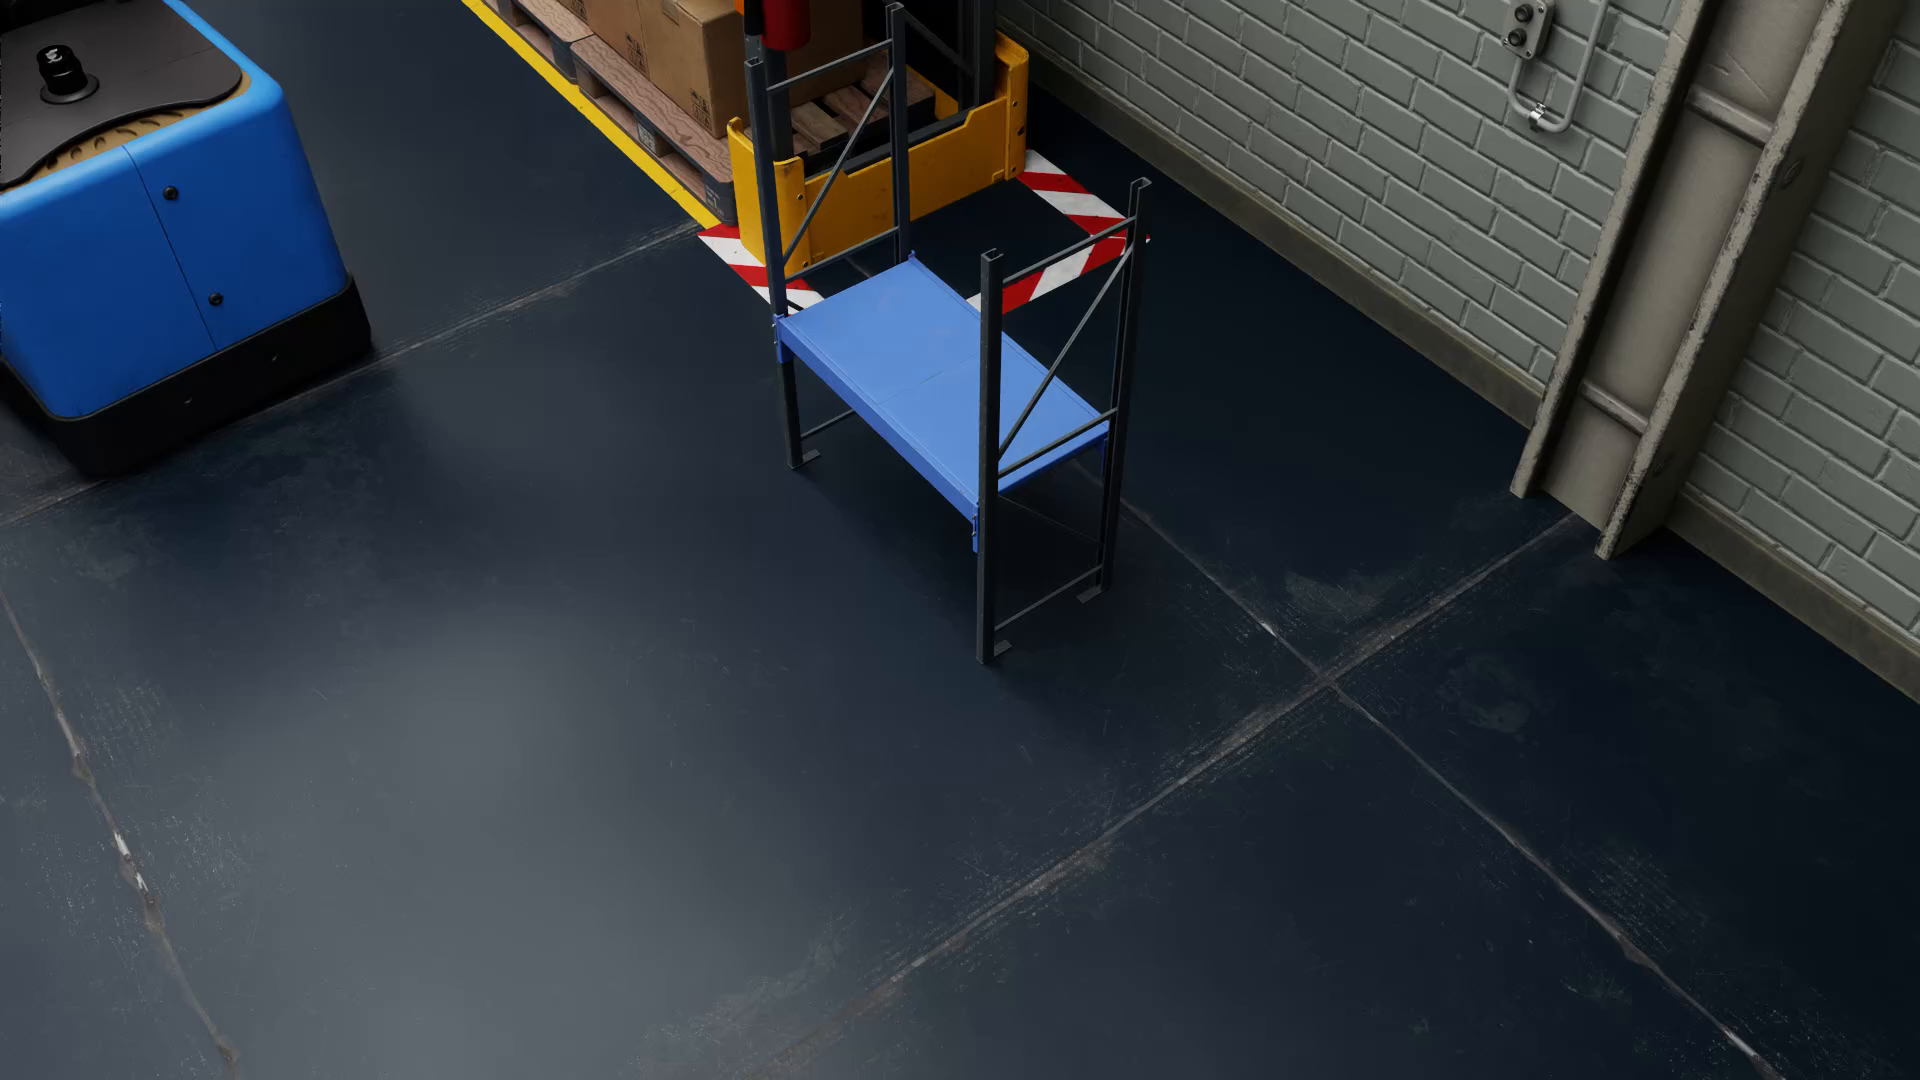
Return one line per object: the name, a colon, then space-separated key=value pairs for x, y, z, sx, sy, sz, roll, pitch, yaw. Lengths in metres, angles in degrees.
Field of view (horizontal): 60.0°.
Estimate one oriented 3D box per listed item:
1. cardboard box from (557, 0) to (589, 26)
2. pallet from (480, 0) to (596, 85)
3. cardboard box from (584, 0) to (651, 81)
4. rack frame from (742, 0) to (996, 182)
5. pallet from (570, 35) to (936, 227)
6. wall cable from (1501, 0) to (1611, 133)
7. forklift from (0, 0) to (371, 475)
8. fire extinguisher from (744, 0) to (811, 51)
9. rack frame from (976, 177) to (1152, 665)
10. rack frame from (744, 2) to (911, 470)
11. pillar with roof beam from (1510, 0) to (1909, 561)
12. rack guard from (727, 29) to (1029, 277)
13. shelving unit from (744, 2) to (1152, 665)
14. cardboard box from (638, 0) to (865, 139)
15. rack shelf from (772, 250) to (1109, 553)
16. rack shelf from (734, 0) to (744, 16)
cardboard box: x=-1.411 y=-2.589 z=6.976 sx=0.700 sy=0.500 sz=0.500 roll=-31 pitch=55 yaw=-25
pallet: x=-1.581 y=-2.547 z=7.417 sx=1.003 sy=0.211 sz=1.213 roll=-29 pitch=54 yaw=-24
cardboard box: x=-1.106 y=-2.293 z=6.708 sx=0.700 sy=0.500 sz=0.500 roll=-30 pitch=54 yaw=-24
rack frame: x=-0.300 y=-2.328 z=5.336 sx=1.000 sy=3.000 sz=0.127 roll=-29 pitch=54 yaw=-24
pallet: x=-0.846 y=-1.828 z=6.765 sx=1.003 sy=0.211 sz=1.213 roll=-29 pitch=54 yaw=-24
wall cable: x=1.228 y=-2.339 z=4.660 sx=0.084 sy=1.984 sz=1.851 roll=-29 pitch=54 yaw=-24
forklift: x=-3.430 y=-2.196 z=5.263 sx=1.130 sy=2.935 sz=3.031 roll=-35 pitch=57 yaw=-27
fire extinguisher: x=-0.576 y=-1.881 z=5.235 sx=0.296 sy=0.674 sz=0.183 roll=-29 pitch=54 yaw=-24
rack frame: x=0.256 y=-0.254 z=4.468 sx=0.500 sy=1.500 sz=0.032 roll=-29 pitch=54 yaw=-24
rack frame: x=-0.359 y=-0.854 z=5.012 sx=0.500 sy=1.500 sz=0.032 roll=-29 pitch=54 yaw=-24
pillar with roof beam: x=-1.403 y=-1.208 z=0.271 sx=9.100 sy=9.000 sz=0.400 roll=-29 pitch=54 yaw=-24
rack guard: x=-0.285 y=-1.475 z=6.250 sx=1.175 sy=0.500 sz=0.348 roll=-29 pitch=54 yaw=-24
shelving unit: x=-0.052 y=-0.554 z=4.740 sx=0.538 sy=1.500 sz=1.048 roll=-29 pitch=54 yaw=-24
cardboard box: x=-0.803 y=-1.998 z=6.440 sx=0.700 sy=0.500 sz=0.500 roll=-29 pitch=54 yaw=-24
rack shelf: x=-0.052 y=-0.433 z=4.873 sx=0.538 sy=0.185 sz=1.000 roll=-29 pitch=54 yaw=-24
rack shelf: x=-1.511 y=-3.266 z=6.672 sx=1.077 sy=0.370 sz=4.000 roll=-29 pitch=54 yaw=-24
